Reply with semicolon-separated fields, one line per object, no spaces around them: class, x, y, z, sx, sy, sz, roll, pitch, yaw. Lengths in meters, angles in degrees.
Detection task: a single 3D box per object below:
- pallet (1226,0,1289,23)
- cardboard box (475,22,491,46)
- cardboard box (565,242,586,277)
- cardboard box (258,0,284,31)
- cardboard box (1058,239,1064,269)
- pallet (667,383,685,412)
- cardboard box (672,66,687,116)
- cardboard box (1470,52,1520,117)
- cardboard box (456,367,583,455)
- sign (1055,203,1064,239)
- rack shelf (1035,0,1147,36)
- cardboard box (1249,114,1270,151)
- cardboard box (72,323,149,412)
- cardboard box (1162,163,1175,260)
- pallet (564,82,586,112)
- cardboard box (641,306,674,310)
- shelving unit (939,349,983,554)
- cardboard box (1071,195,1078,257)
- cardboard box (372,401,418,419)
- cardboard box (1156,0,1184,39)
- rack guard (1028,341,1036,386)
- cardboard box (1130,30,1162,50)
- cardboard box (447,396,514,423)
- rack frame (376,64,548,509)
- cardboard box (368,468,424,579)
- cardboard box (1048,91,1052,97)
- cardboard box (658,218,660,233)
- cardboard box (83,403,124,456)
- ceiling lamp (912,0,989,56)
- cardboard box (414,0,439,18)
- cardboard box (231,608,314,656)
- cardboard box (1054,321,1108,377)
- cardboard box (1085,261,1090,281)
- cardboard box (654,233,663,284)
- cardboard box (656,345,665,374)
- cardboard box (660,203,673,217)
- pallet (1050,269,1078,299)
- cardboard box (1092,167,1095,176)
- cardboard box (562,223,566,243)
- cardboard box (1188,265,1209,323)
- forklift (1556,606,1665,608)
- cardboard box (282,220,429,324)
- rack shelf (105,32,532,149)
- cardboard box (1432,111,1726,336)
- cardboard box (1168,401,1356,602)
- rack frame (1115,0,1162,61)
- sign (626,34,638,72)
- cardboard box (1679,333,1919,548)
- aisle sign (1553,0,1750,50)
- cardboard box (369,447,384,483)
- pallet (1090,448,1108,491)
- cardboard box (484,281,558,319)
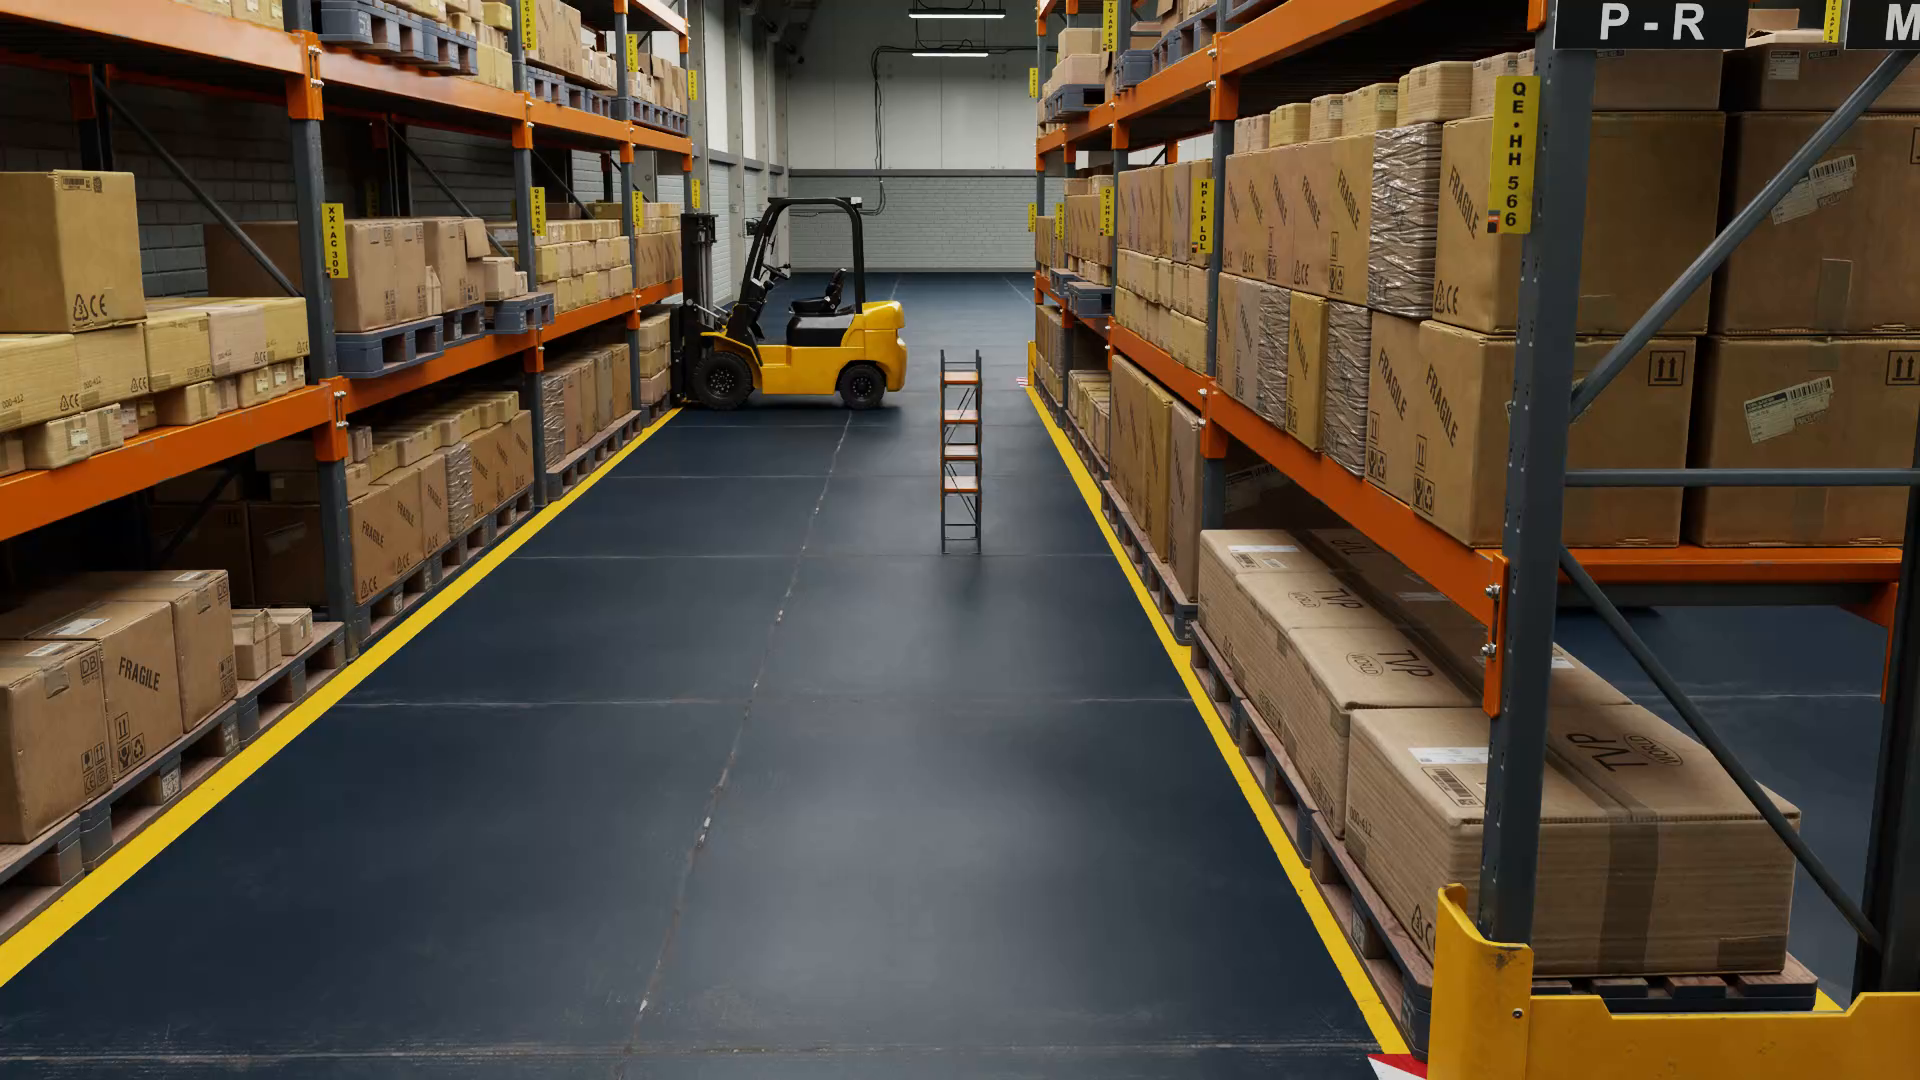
pallet;1.640;-2.189;6.481;1.003;0.211;1.213;0;11;-1
cardboard box;-3.178;-3.170;10.468;0.380;0.149;0.250;-1;11;-2
cardboard box;-3.178;-2.163;12.796;0.500;0.250;0.500;-1;11;-3
cardboard box;-3.026;-2.180;6.849;0.380;0.149;0.250;0;11;-2
cardboard box;1.211;-2.797;15.802;0.500;0.500;0.500;-1;11;-3
pallet;-3.497;-1.529;17.563;1.003;0.211;1.213;0;11;-1
cardboard box;-3.324;-4.976;18.438;0.500;0.500;0.500;0;11;1
cardboard box;1.480;-1.107;4.075;0.380;0.149;0.250;0;11;0
cardboard box;-3.432;-0.995;12.834;0.875;0.625;0.625;0;11;1
sign;0.926;-2.935;15.307;0.100;0.325;0.005;0;11;-1
rack shelf;1.427;-5.498;16.846;1.077;0.370;4.000;0;11;-1
cardboard box;1.402;-1.667;6.833;0.380;0.149;0.250;0;11;0
cardboard box;-3.042;-0.575;5.476;0.500;0.250;0.500;-1;11;-3
cardboard box;1.365;-1.755;8.900;0.500;0.500;0.500;0;11;1
pallet;-3.541;-3.433;12.867;1.003;0.211;1.213;0;11;1
cardboard box;-3.239;-2.445;18.413;0.500;0.250;0.500;0;11;0
shelving unit;0.003;-0.555;10.278;0.258;1.200;0.503;0;11;-1
cardboard box;1.199;-2.623;13.889;0.500;0.500;0.500;0;11;-1
cardboard box;-3.648;-0.790;10.510;0.380;0.149;0.250;0;11;0
cardboard box;1.710;-3.372;10.775;0.797;0.503;0.637;-1;12;-5
rack guard;1.387;-2.070;19.505;1.175;0.500;0.348;0;11;-1
cardboard box;1.542;-3.427;12.113;0.700;0.500;0.500;0;11;-1
cardboard box;-3.111;-0.846;10.784;0.380;0.149;0.250;-1;11;-4
rack frame;-3.411;-1.699;11.388;1.000;3.000;0.127;0;11;-1
cardboard box;-3.135;-0.087;8.675;0.500;0.500;0.500;0;11;-2
cardboard box;1.157;-4.447;17.018;0.500;0.250;0.500;0;11;0
cardboard box;-3.235;-3.180;16.805;0.380;0.149;0.250;-1;11;-3
cardboard box;-2.981;-0.360;5.423;0.380;0.149;0.250;0;11;0
ceiling lamp;-0.255;-14.162;43.054;2.000;3.185;0.800;0;11;-1
cardboard box;-2.957;-2.820;8.694;0.380;0.149;0.250;0;11;0
cardboard box;-3.024;0.397;7.170;0.380;0.149;0.250;-1;11;-3
cardboard box;1.188;-1.857;16.143;0.500;0.500;0.500;0;11;-2
cardboard box;1.164;-2.074;12.815;0.380;0.149;0.250;0;11;0
cardboard box;-3.281;-2.836;16.743;0.500;0.500;0.500;0;11;-2
cardboard box;-3.208;-1.795;16.463;0.500;0.250;0.500;0;11;-1
cardboard box;-3.232;-3.478;17.527;0.380;0.149;0.250;0;11;0
pallet;1.339;-2.268;14.678;1.003;0.211;1.213;0;11;-1
cardboard box;1.704;-3.490;16.701;0.700;0.500;0.500;0;11;-2
cardboard box;-3.214;-2.336;12.646;0.380;0.149;0.250;0;11;-1
cardboard box;1.382;-1.183;7.965;0.500;0.250;0.500;0;11;-1
forklift;3.102;-1.320;9.695;1.130;2.935;3.031;0;11;-1
cardboard box;-3.126;-1.358;8.403;0.700;0.500;0.500;0;11;-1
rack shelf;-3.370;-2.419;9.201;1.077;0.370;4.000;0;11;-1
cardboard box;1.468;-0.763;4.011;0.500;0.500;0.500;0;11;1
cardboard box;1.541;-0.212;8.348;0.875;0.875;0.875;0;11;1
rack frame;1.551;-4.660;10.895;1.000;3.000;0.127;0;11;-1
sign;-2.952;-4.376;14.947;0.100;0.325;0.005;0;11;-1
cardboard box;1.994;-0.275;4.119;0.500;0.500;0.500;0;11;-2
aisle sign;1.408;-1.388;3.318;0.394;0.787;0.004;0;11;-1
cardboard box;-3.170;-0.380;8.489;0.380;0.149;0.250;-1;11;-4
pallet;1.536;-0.509;12.535;1.003;0.211;1.213;0;11;-1
cardboard box;-3.176;-1.714;11.842;0.500;0.250;0.500;0;11;-1
